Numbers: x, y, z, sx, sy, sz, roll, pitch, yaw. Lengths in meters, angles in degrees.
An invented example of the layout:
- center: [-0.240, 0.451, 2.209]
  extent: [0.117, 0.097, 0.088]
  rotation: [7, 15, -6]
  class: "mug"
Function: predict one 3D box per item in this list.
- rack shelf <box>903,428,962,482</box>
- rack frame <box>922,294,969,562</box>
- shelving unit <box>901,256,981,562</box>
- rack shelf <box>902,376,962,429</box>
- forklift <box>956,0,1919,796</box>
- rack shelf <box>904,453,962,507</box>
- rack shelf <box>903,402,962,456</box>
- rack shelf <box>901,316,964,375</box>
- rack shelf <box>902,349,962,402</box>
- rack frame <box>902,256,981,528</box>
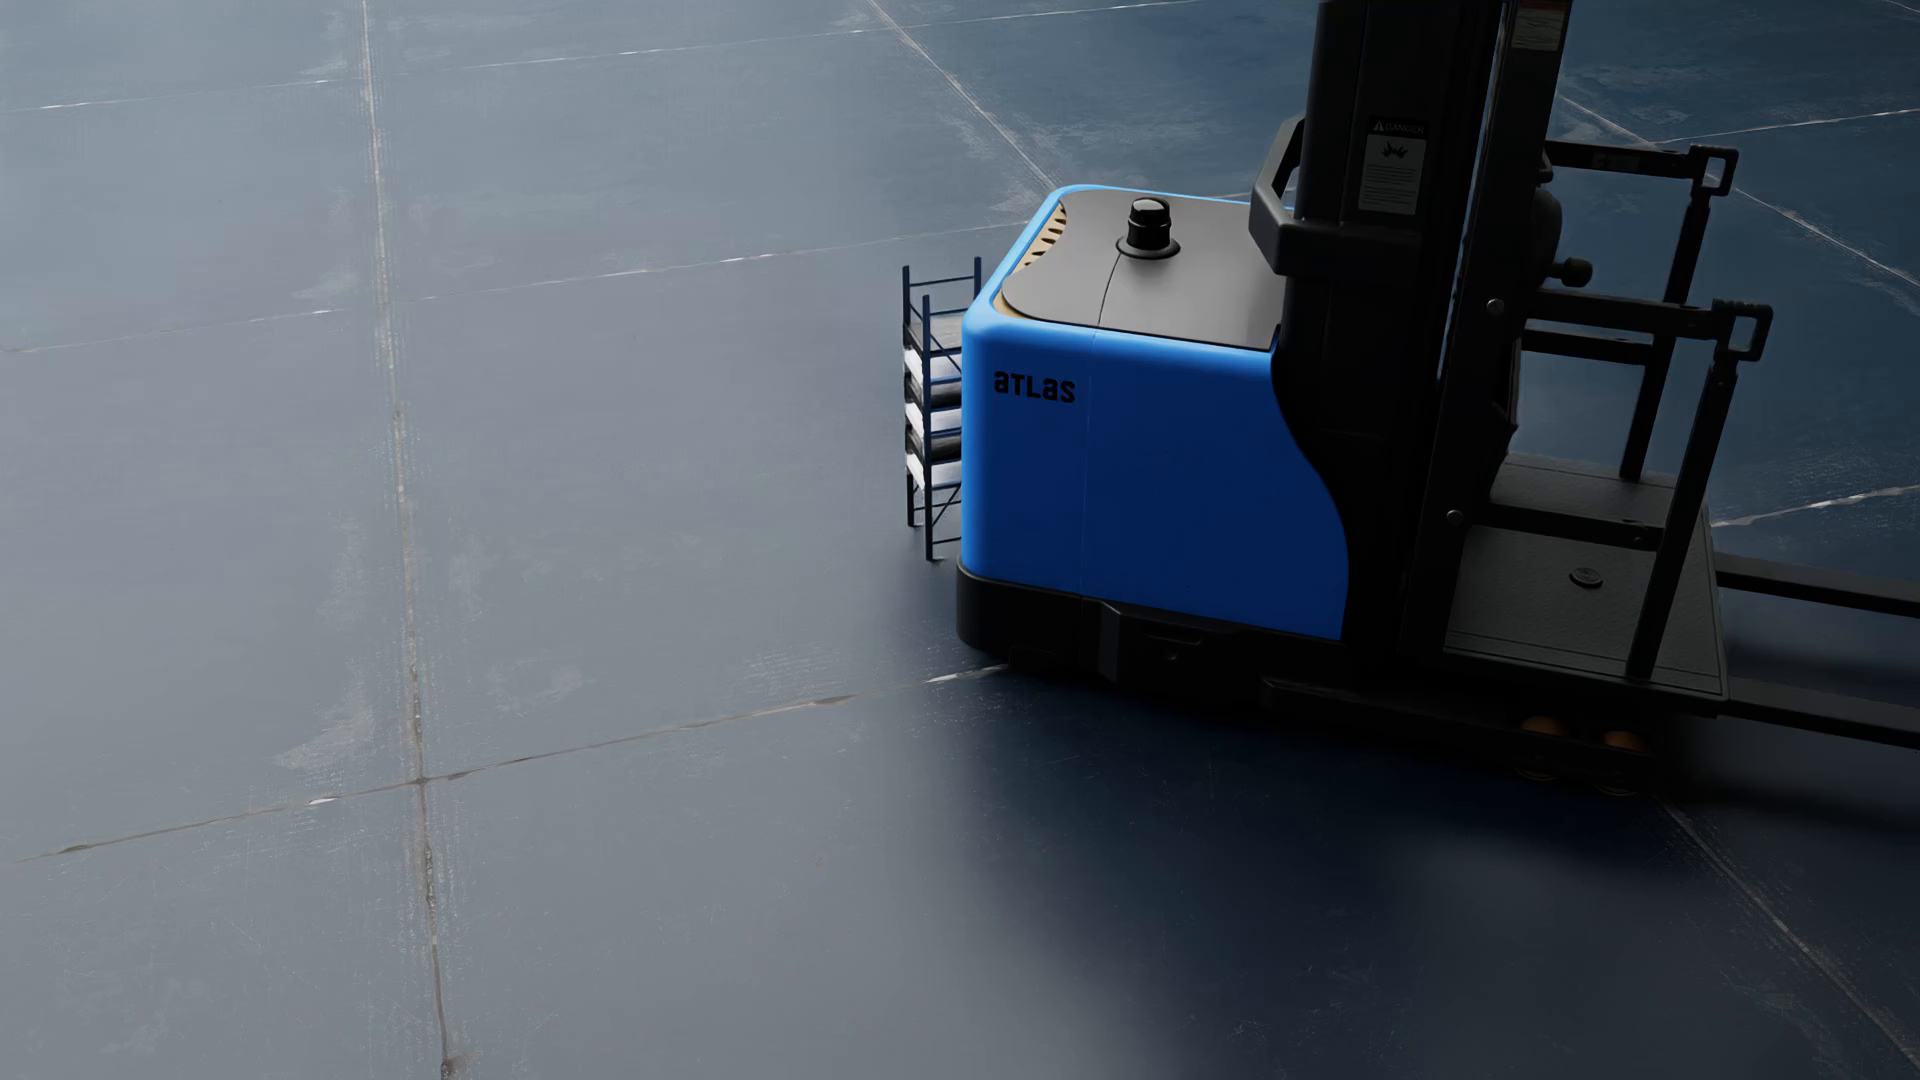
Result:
- center: [-0.022, -0.280, 5.081]
  extent: [0.258, 0.077, 0.200]
  rotation: [-10, 35, -15]
  class: "rack shelf"
- center: [0.009, -0.330, 4.933]
  extent: [0.240, 0.900, 0.006]
  rotation: [-10, 35, -15]
  class: "rack frame"
- center: [-0.022, -0.383, 5.013]
  extent: [0.258, 0.900, 0.210]
  rotation: [-10, 35, -15]
  class: "shelving unit"
- center: [-0.022, -0.430, 4.982]
  extent: [0.258, 0.077, 0.200]
  rotation: [-10, 35, -15]
  class: "rack shelf"
- center: [1.565, -0.896, 3.948]
  extent: [3.031, 2.935, 1.130]
  rotation: [10, 35, 14]
  class: "forklift"
- center: [-0.022, -0.205, 5.131]
  extent: [0.258, 0.077, 0.200]
  rotation: [-10, 35, -15]
  class: "rack shelf"
- center: [-0.022, -0.355, 5.032]
  extent: [0.258, 0.077, 0.200]
  rotation: [-10, 35, -15]
  class: "rack shelf"
- center: [-0.022, -0.581, 4.883]
  extent: [0.258, 0.077, 0.200]
  rotation: [-10, 35, -15]
  class: "rack shelf"
- center: [-0.022, -0.505, 4.933]
  extent: [0.258, 0.077, 0.200]
  rotation: [-10, 35, -15]
  class: "rack shelf"
- center: [-0.052, -0.437, 5.094]
  extent: [0.240, 0.900, 0.006]
  rotation: [-10, 35, -15]
  class: "rack frame"
